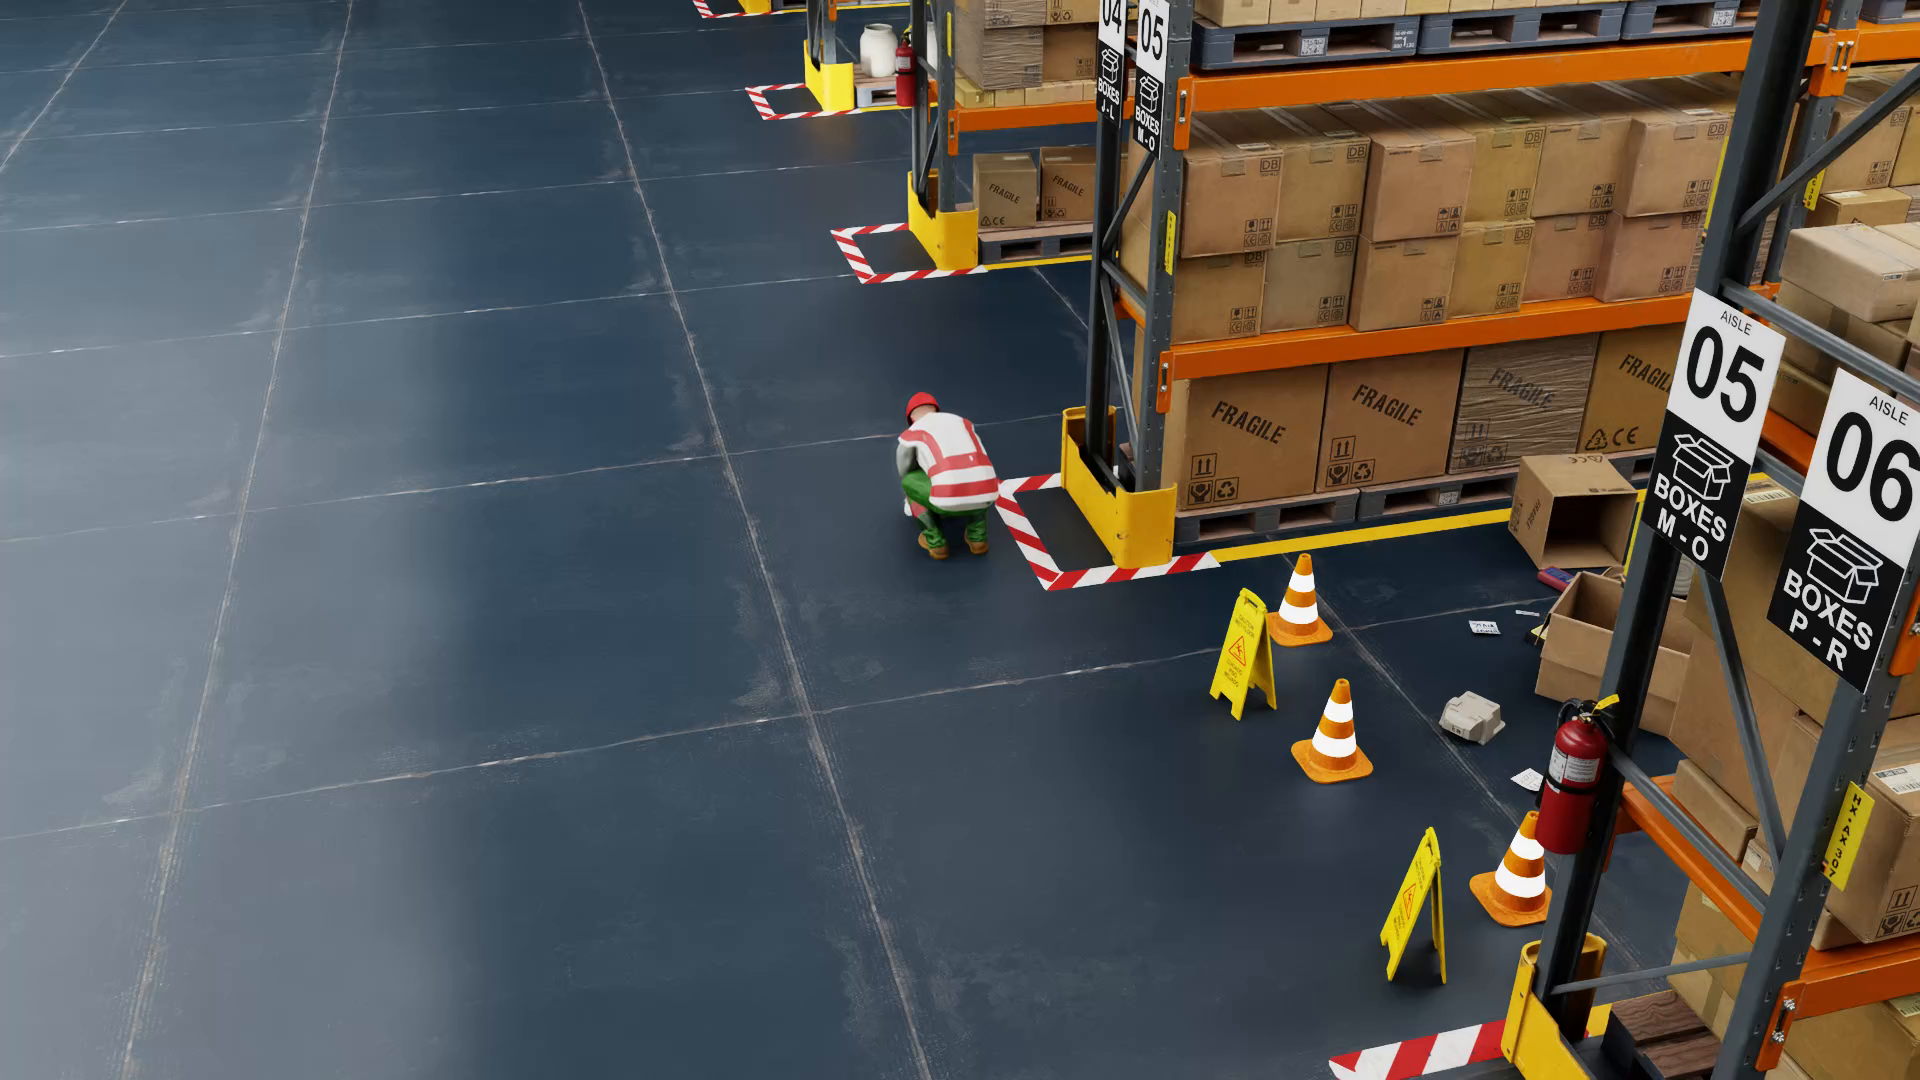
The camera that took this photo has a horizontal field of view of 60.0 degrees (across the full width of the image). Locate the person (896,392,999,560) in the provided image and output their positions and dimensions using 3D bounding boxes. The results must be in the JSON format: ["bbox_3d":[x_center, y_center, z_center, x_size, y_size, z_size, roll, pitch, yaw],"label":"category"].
[{"bbox_3d":[-0.084,-0.341,9.898,0.538,0.858,0.932,-8,31,-14],"label":"person"}]
